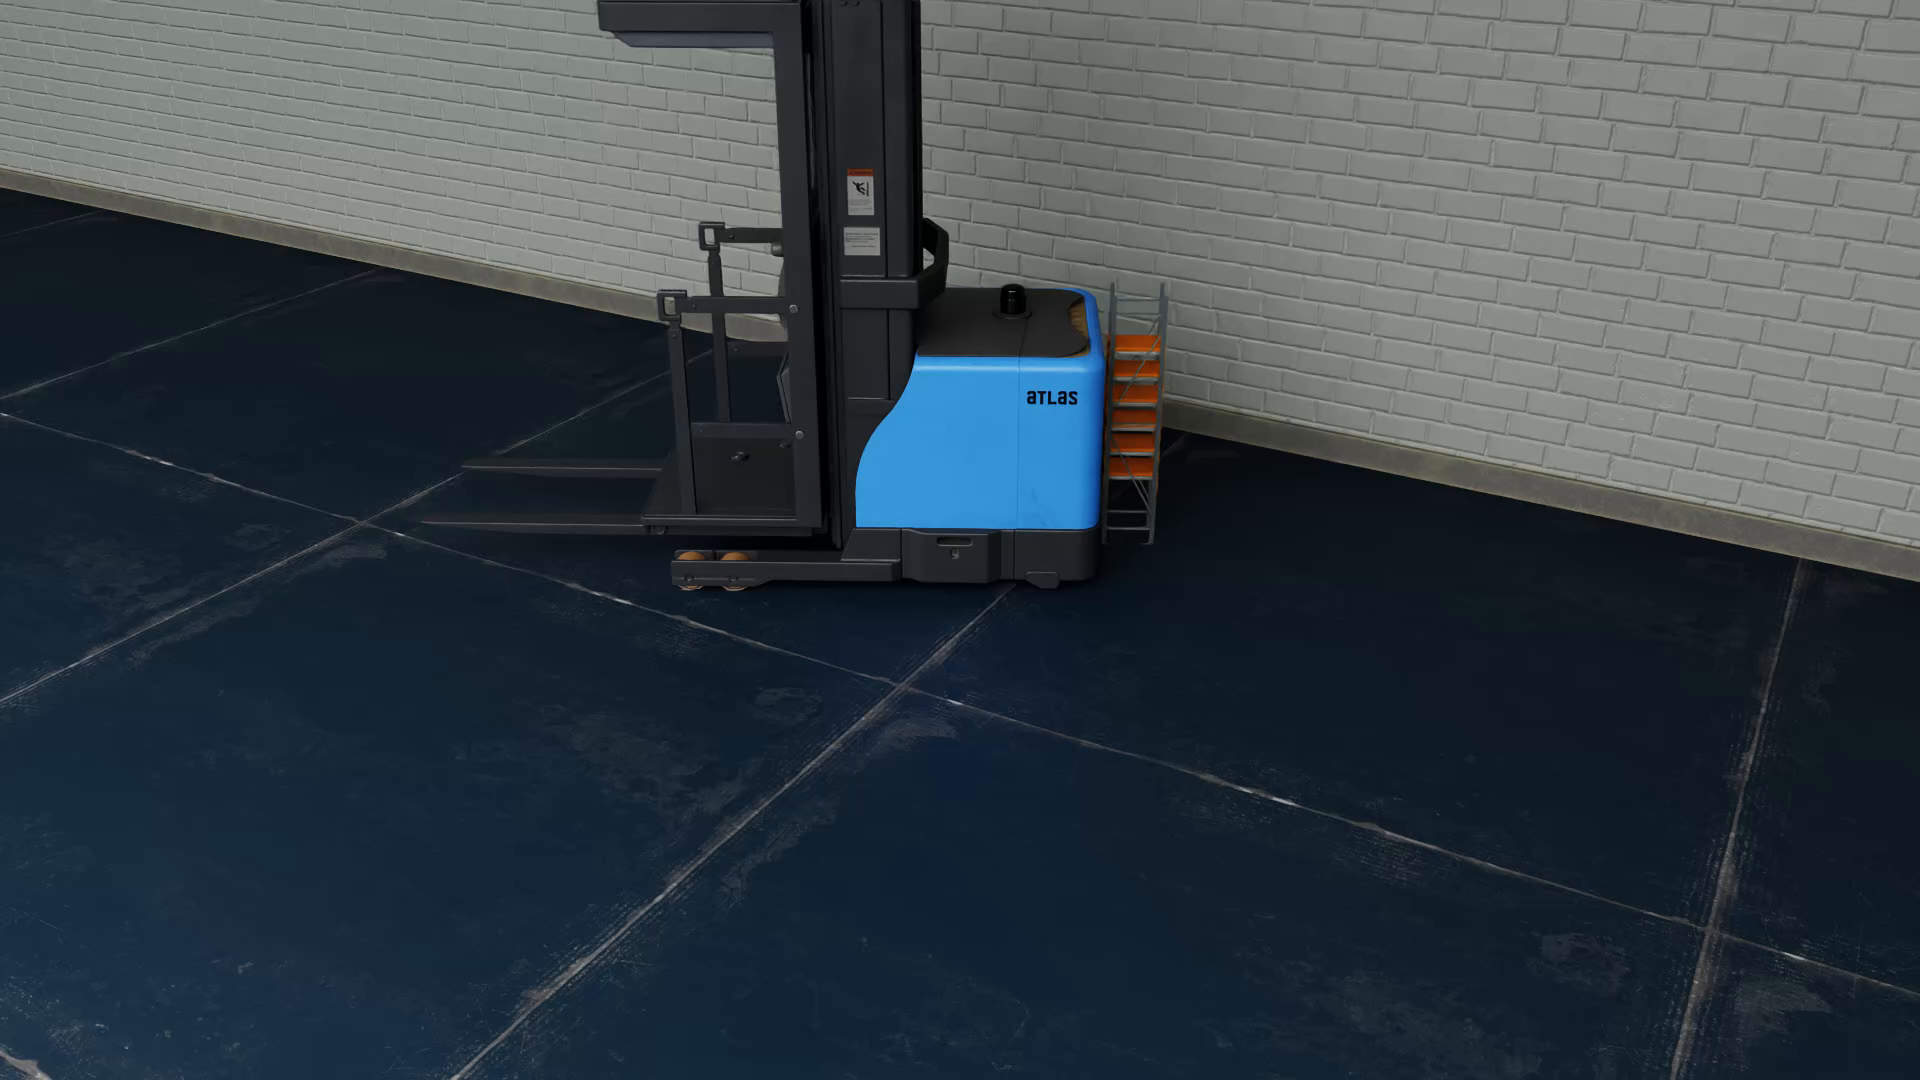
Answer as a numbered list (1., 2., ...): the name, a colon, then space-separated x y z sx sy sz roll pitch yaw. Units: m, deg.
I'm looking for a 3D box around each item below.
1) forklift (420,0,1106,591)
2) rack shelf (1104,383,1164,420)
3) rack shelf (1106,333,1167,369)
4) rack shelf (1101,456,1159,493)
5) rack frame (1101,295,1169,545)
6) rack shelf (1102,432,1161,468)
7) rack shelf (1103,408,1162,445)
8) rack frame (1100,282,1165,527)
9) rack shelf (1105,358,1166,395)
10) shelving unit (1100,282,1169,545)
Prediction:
1. forklift: -0.886 -1.322 7.117 3.031 2.935 1.130 1 27 1
2. rack shelf: 0.780 -0.624 7.487 0.258 0.103 0.180 1 27 1
3. rack shelf: 0.780 -0.839 7.379 0.258 0.103 0.180 1 27 1
4. rack shelf: 0.778 -0.302 7.648 0.258 0.103 0.180 1 27 1
5. rack frame: 0.777 -0.516 7.439 0.240 1.200 0.006 1 27 1
6. rack shelf: 0.779 -0.410 7.594 0.258 0.103 0.180 1 27 1
7. rack shelf: 0.779 -0.517 7.541 0.258 0.103 0.180 1 27 1
8. rack frame: 0.782 -0.598 7.603 0.240 1.200 0.006 1 27 1
9. rack shelf: 0.780 -0.732 7.433 0.258 0.103 0.180 1 27 1
10. shelving unit: 0.779 -0.557 7.521 0.258 1.200 0.189 1 27 1
